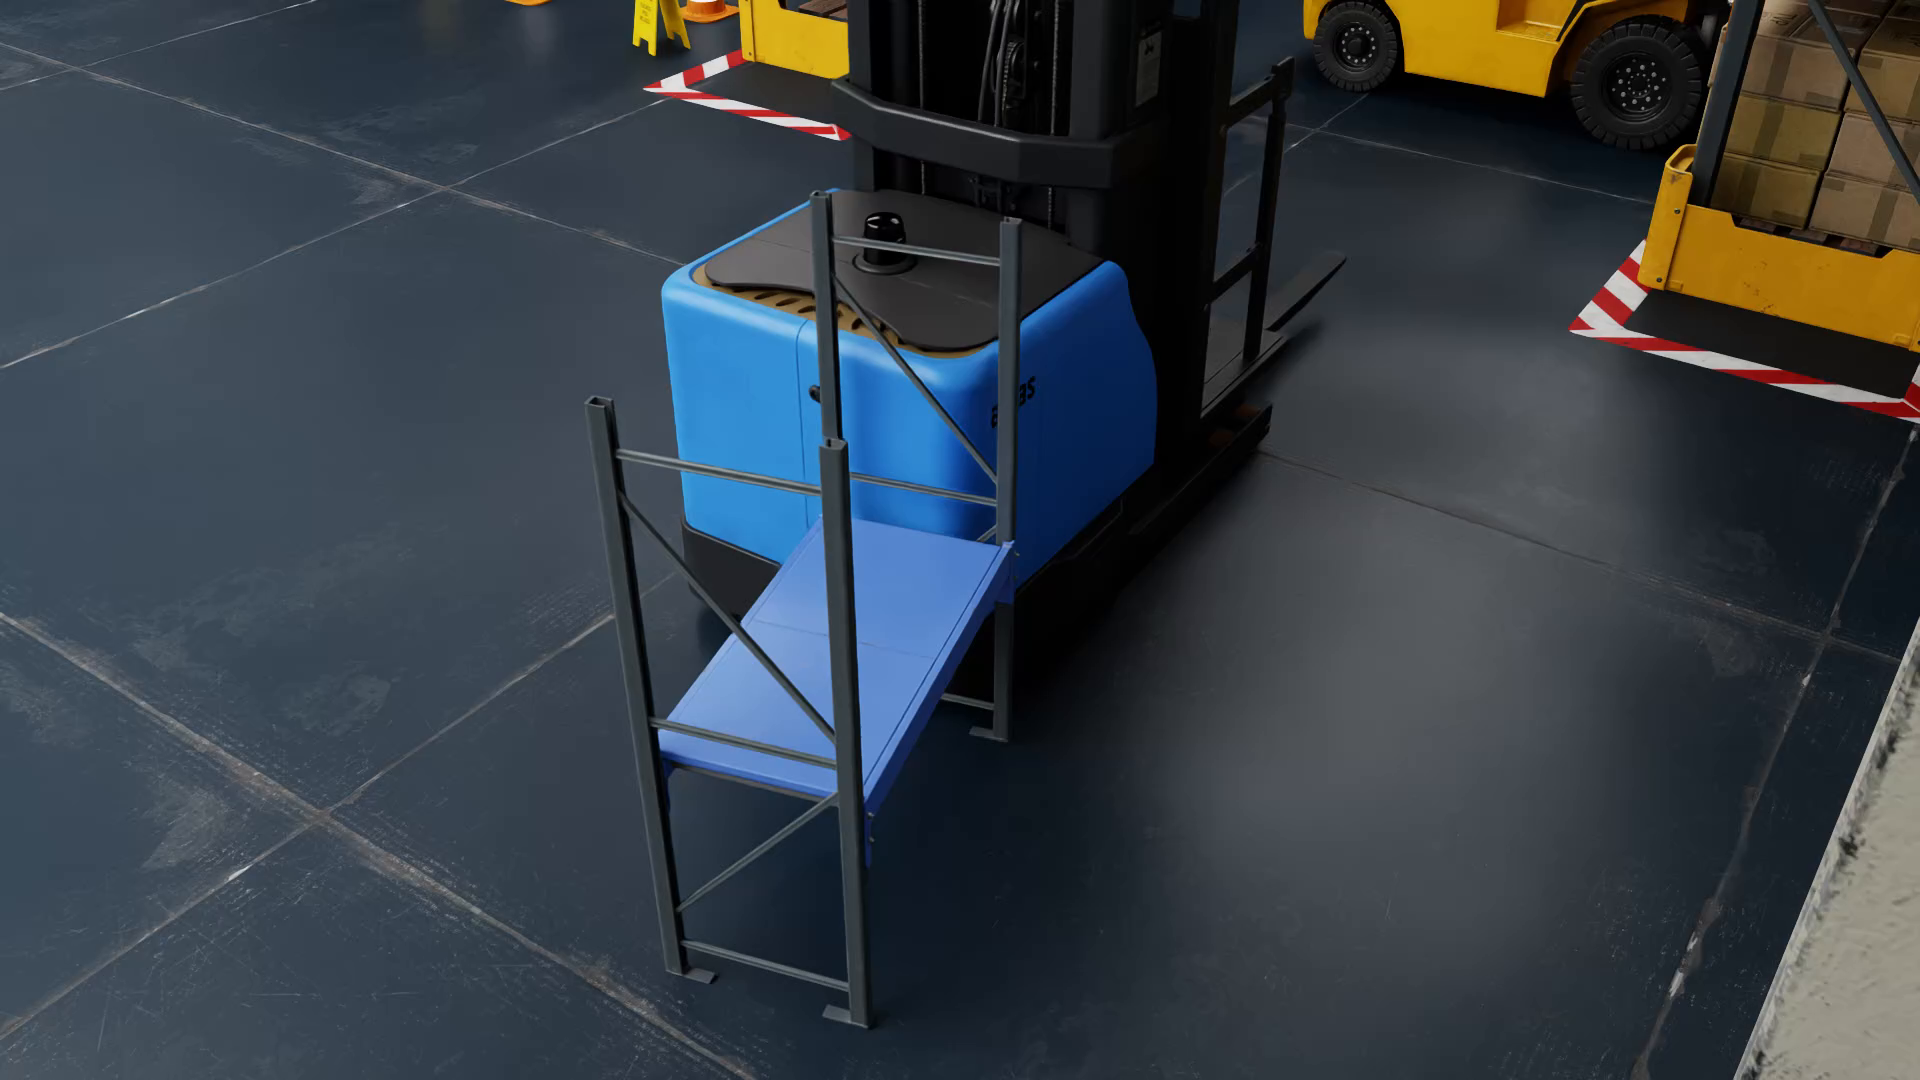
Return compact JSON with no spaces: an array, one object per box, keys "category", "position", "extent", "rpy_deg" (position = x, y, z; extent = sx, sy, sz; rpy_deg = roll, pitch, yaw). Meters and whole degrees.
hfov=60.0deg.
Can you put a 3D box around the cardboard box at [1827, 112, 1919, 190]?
[{"category":"cardboard box","position":[3.812,-1.600,6.624],"extent":[0.500,0.250,0.500],"rpy_deg":[22,40,29]}]

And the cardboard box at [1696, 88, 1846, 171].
[{"category":"cardboard box","position":[3.394,-1.774,6.881],"extent":[0.500,0.250,0.500],"rpy_deg":[21,39,28]}]

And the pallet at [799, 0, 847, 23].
[{"category":"pallet","position":[-0.171,-3.035,9.601],"extent":[1.003,0.211,1.213],"rpy_deg":[21,39,28]}]

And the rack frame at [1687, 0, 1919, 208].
[{"category":"rack frame","position":[3.374,-2.208,5.890],"extent":[1.000,3.000,0.127],"rpy_deg":[21,39,28]}]

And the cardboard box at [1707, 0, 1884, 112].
[{"category":"cardboard box","position":[3.380,-1.969,6.723],"extent":[0.500,0.250,0.500],"rpy_deg":[23,40,30]}]

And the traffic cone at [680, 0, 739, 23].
[{"category":"traffic cone","position":[-1.521,-3.351,9.844],"extent":[0.336,0.463,0.334],"rpy_deg":[21,39,28]}]

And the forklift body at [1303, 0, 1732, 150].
[{"category":"forklift body","position":[2.956,-3.312,8.280],"extent":[2.313,2.155,1.214],"rpy_deg":[21,39,28]}]

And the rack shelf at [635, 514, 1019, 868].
[{"category":"rack shelf","position":[-0.268,0.293,3.851],"extent":[0.538,0.185,1.000],"rpy_deg":[11,36,16]}]

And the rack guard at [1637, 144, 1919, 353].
[{"category":"rack guard","position":[3.360,-1.162,6.574],"extent":[1.175,0.500,0.348],"rpy_deg":[21,39,28]}]

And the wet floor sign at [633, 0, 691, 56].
[{"category":"wet floor sign","position":[-1.694,-3.071,9.267],"extent":[0.232,0.644,0.267],"rpy_deg":[-22,40,-29]}]

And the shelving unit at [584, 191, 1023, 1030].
[{"category":"shelving unit","position":[-0.268,0.144,3.750],"extent":[0.538,1.500,1.048],"rpy_deg":[11,36,16]}]

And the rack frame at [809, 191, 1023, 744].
[{"category":"rack frame","position":[-0.102,-0.125,4.148],"extent":[0.500,1.500,0.032],"rpy_deg":[11,36,16]}]

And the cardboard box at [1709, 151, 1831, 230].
[{"category":"cardboard box","position":[3.382,-1.560,7.011],"extent":[0.500,0.250,0.500],"rpy_deg":[22,40,28]}]

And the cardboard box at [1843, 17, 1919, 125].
[{"category":"cardboard box","position":[3.803,-1.818,6.500],"extent":[0.500,0.250,0.500],"rpy_deg":[21,39,28]}]

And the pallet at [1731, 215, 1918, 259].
[{"category":"pallet","position":[3.775,-1.419,7.211],"extent":[1.003,0.211,1.213],"rpy_deg":[21,39,28]}]

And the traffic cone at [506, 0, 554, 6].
[{"category":"traffic cone","position":[-2.627,-3.549,10.137],"extent":[0.336,0.463,0.334],"rpy_deg":[21,39,28]}]

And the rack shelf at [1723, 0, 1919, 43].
[{"category":"rack shelf","position":[4.514,-2.831,7.452],"extent":[1.077,0.370,4.000],"rpy_deg":[21,39,28]}]

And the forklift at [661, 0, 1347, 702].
[{"category":"forklift","position":[0.417,-1.559,4.991],"extent":[1.130,2.935,3.031],"rpy_deg":[20,39,27]}]

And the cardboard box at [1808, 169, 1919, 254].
[{"category":"cardboard box","position":[3.814,-1.407,6.784],"extent":[0.500,0.250,0.500],"rpy_deg":[21,40,28]}]

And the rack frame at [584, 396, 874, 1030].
[{"category":"rack frame","position":[-0.435,0.413,3.352],"extent":[0.500,1.500,0.032],"rpy_deg":[11,36,16]}]

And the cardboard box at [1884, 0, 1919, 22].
[{"category":"cardboard box","position":[4.085,-2.049,6.842],"extent":[0.500,0.250,0.500],"rpy_deg":[21,39,28]}]

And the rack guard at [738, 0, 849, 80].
[{"category":"rack guard","position":[-0.663,-2.792,8.984],"extent":[1.175,0.500,0.348],"rpy_deg":[21,39,28]}]

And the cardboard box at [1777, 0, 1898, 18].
[{"category":"cardboard box","position":[3.666,-2.206,7.073],"extent":[0.500,0.250,0.500],"rpy_deg":[22,40,29]}]
